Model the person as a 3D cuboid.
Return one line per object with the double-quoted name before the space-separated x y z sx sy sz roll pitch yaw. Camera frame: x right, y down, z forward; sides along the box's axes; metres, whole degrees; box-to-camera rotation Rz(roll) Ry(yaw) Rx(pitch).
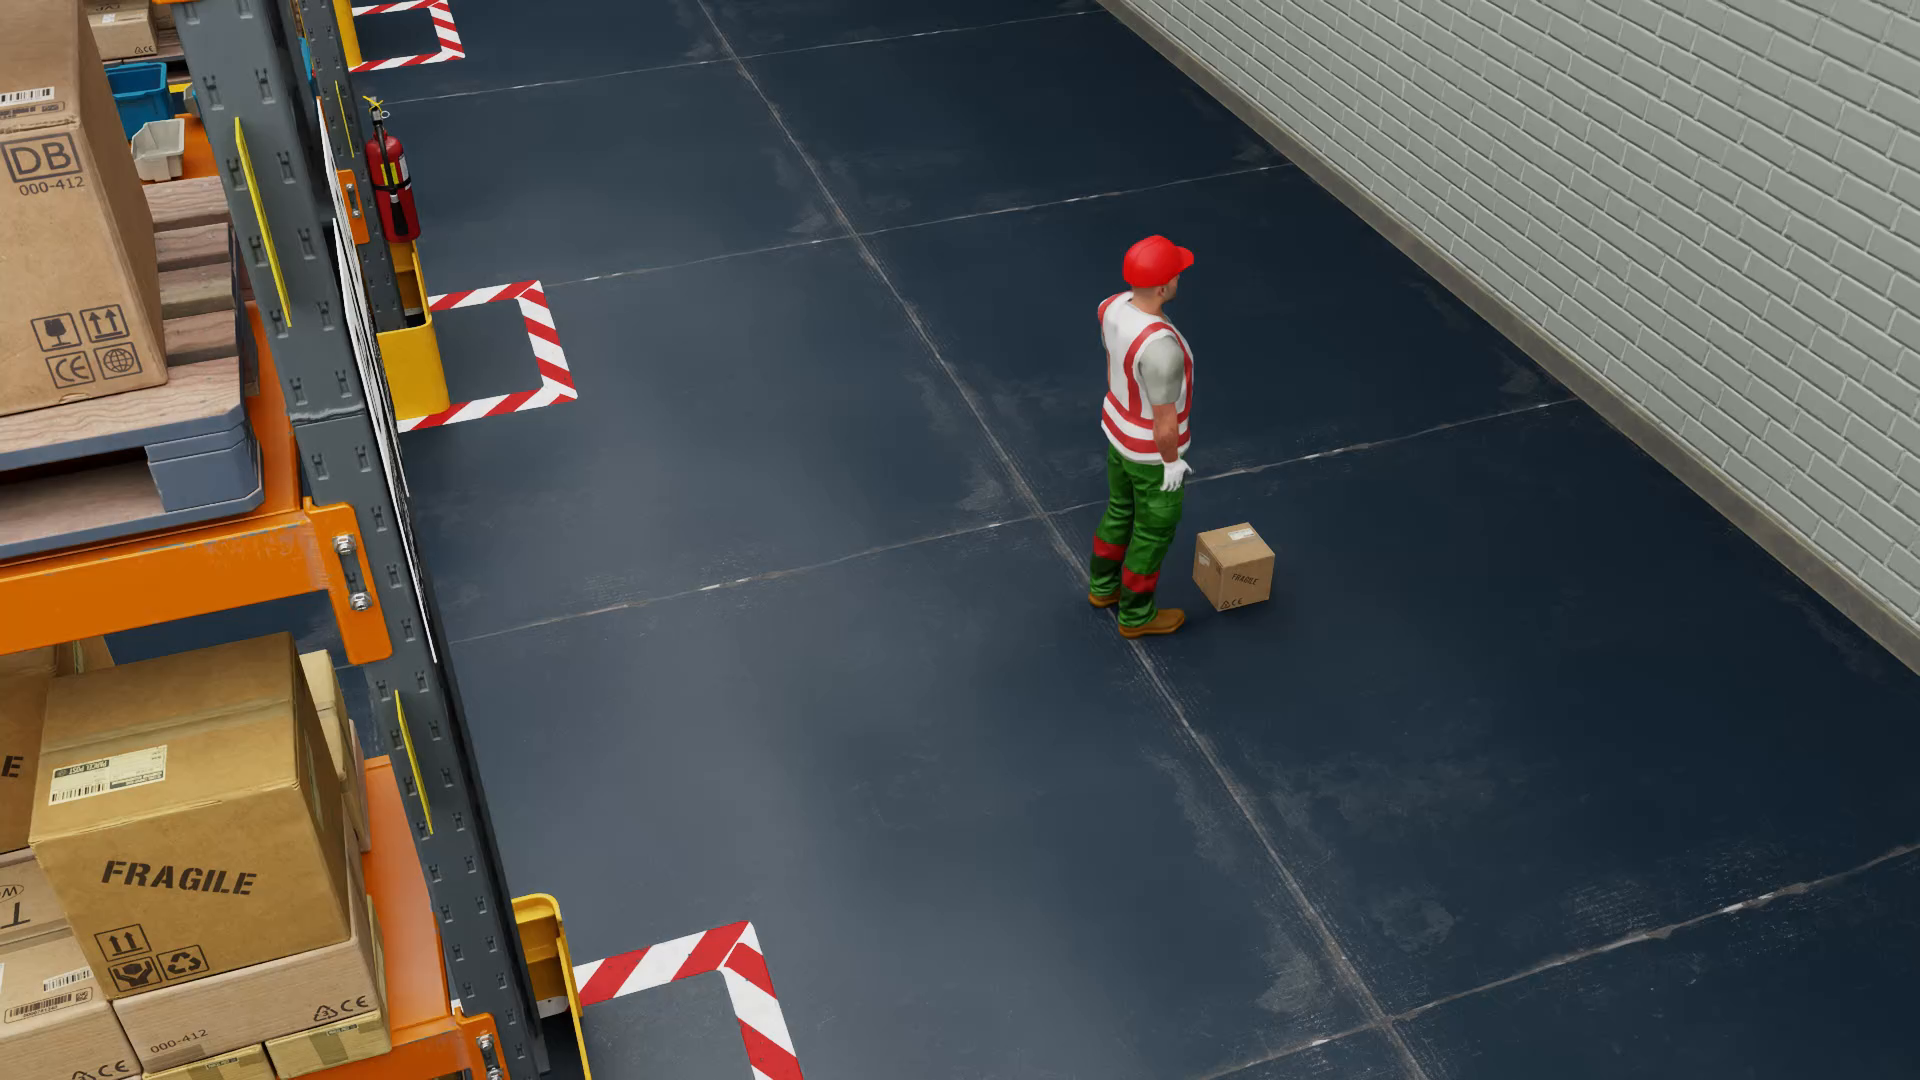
"person" 0.749 -0.397 6.667 0.361 1.810 0.525 -12 39 -15
